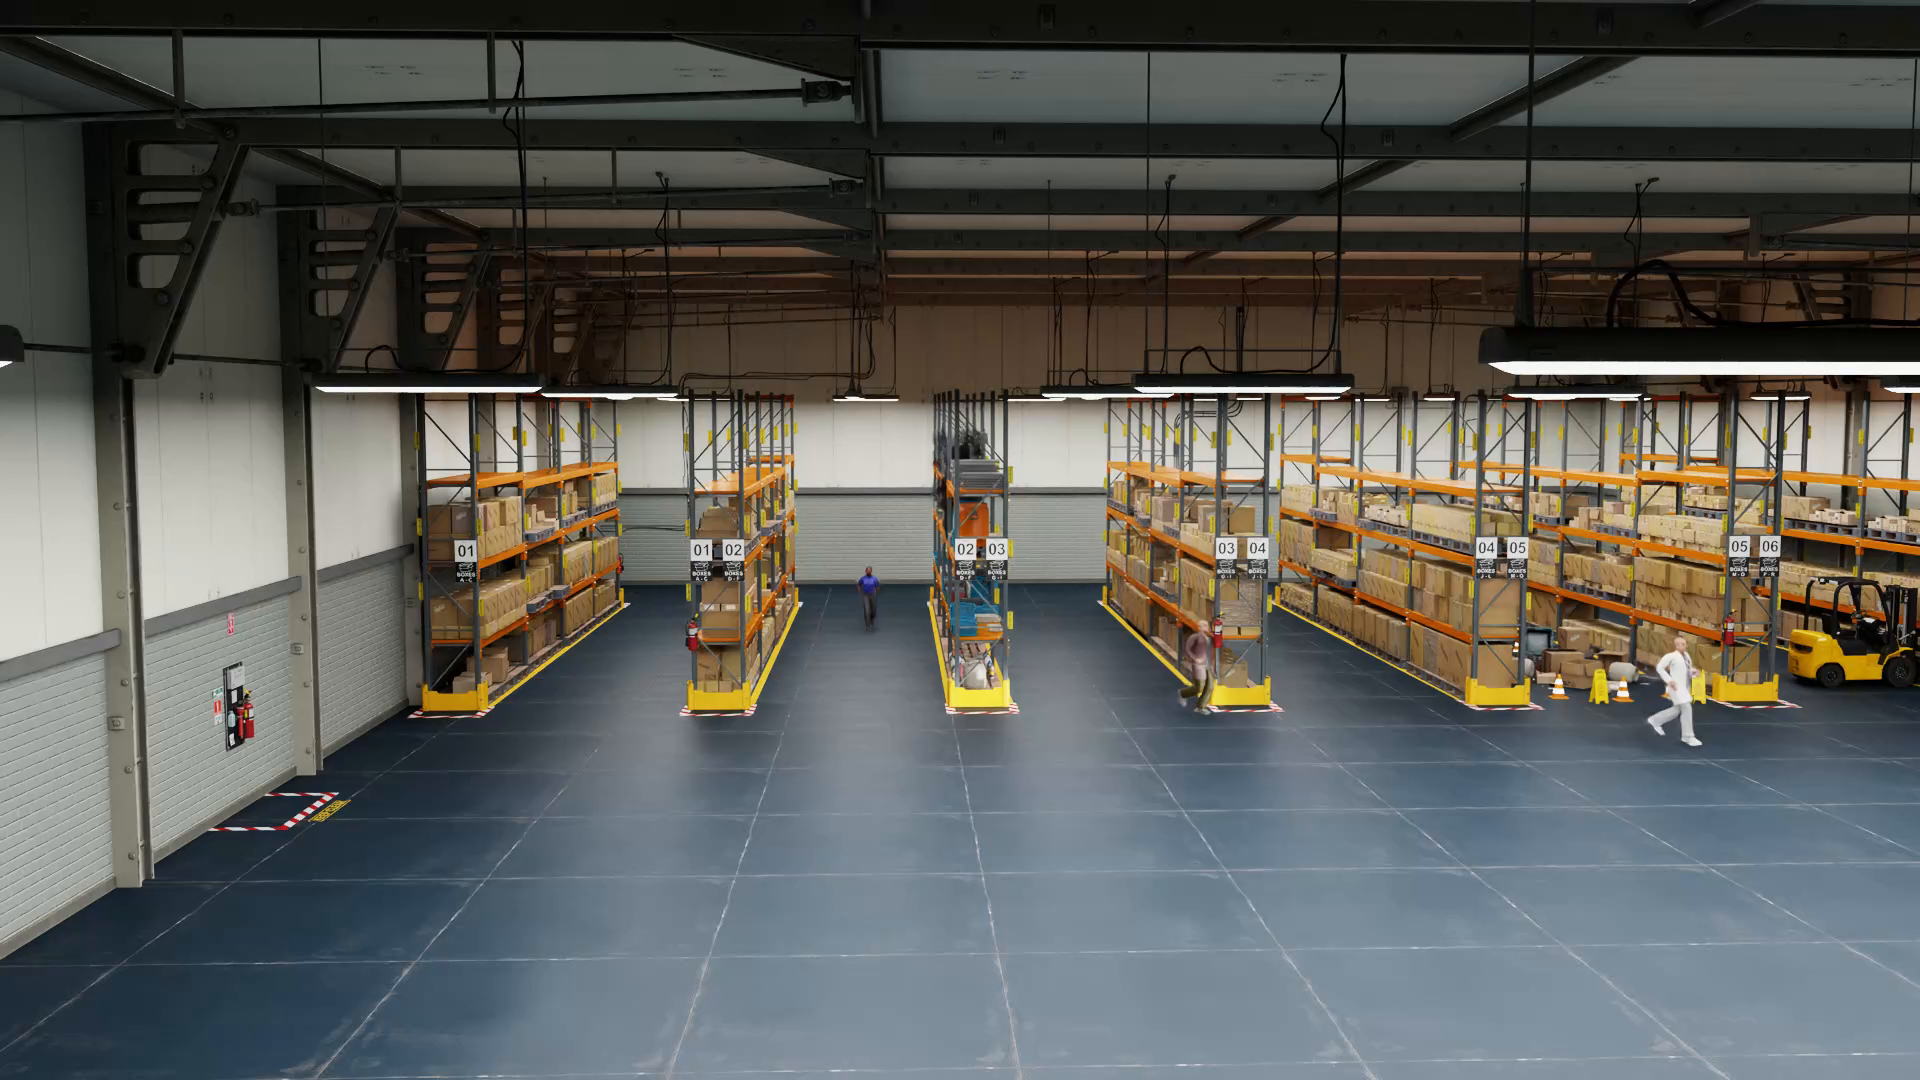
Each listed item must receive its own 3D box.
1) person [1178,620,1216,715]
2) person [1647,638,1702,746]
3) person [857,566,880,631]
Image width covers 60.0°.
[{"bbox_3d":[4.450,2.342,30.888,0.736,1.725,0.744,-4,6,-40],"label":"person"},{"bbox_3d":[12.160,2.538,28.201,0.693,1.792,0.972,-4,6,-41],"label":"person"},{"bbox_3d":[-2.324,1.473,42.226,0.584,1.613,0.739,-1,5,-8],"label":"person"}]
